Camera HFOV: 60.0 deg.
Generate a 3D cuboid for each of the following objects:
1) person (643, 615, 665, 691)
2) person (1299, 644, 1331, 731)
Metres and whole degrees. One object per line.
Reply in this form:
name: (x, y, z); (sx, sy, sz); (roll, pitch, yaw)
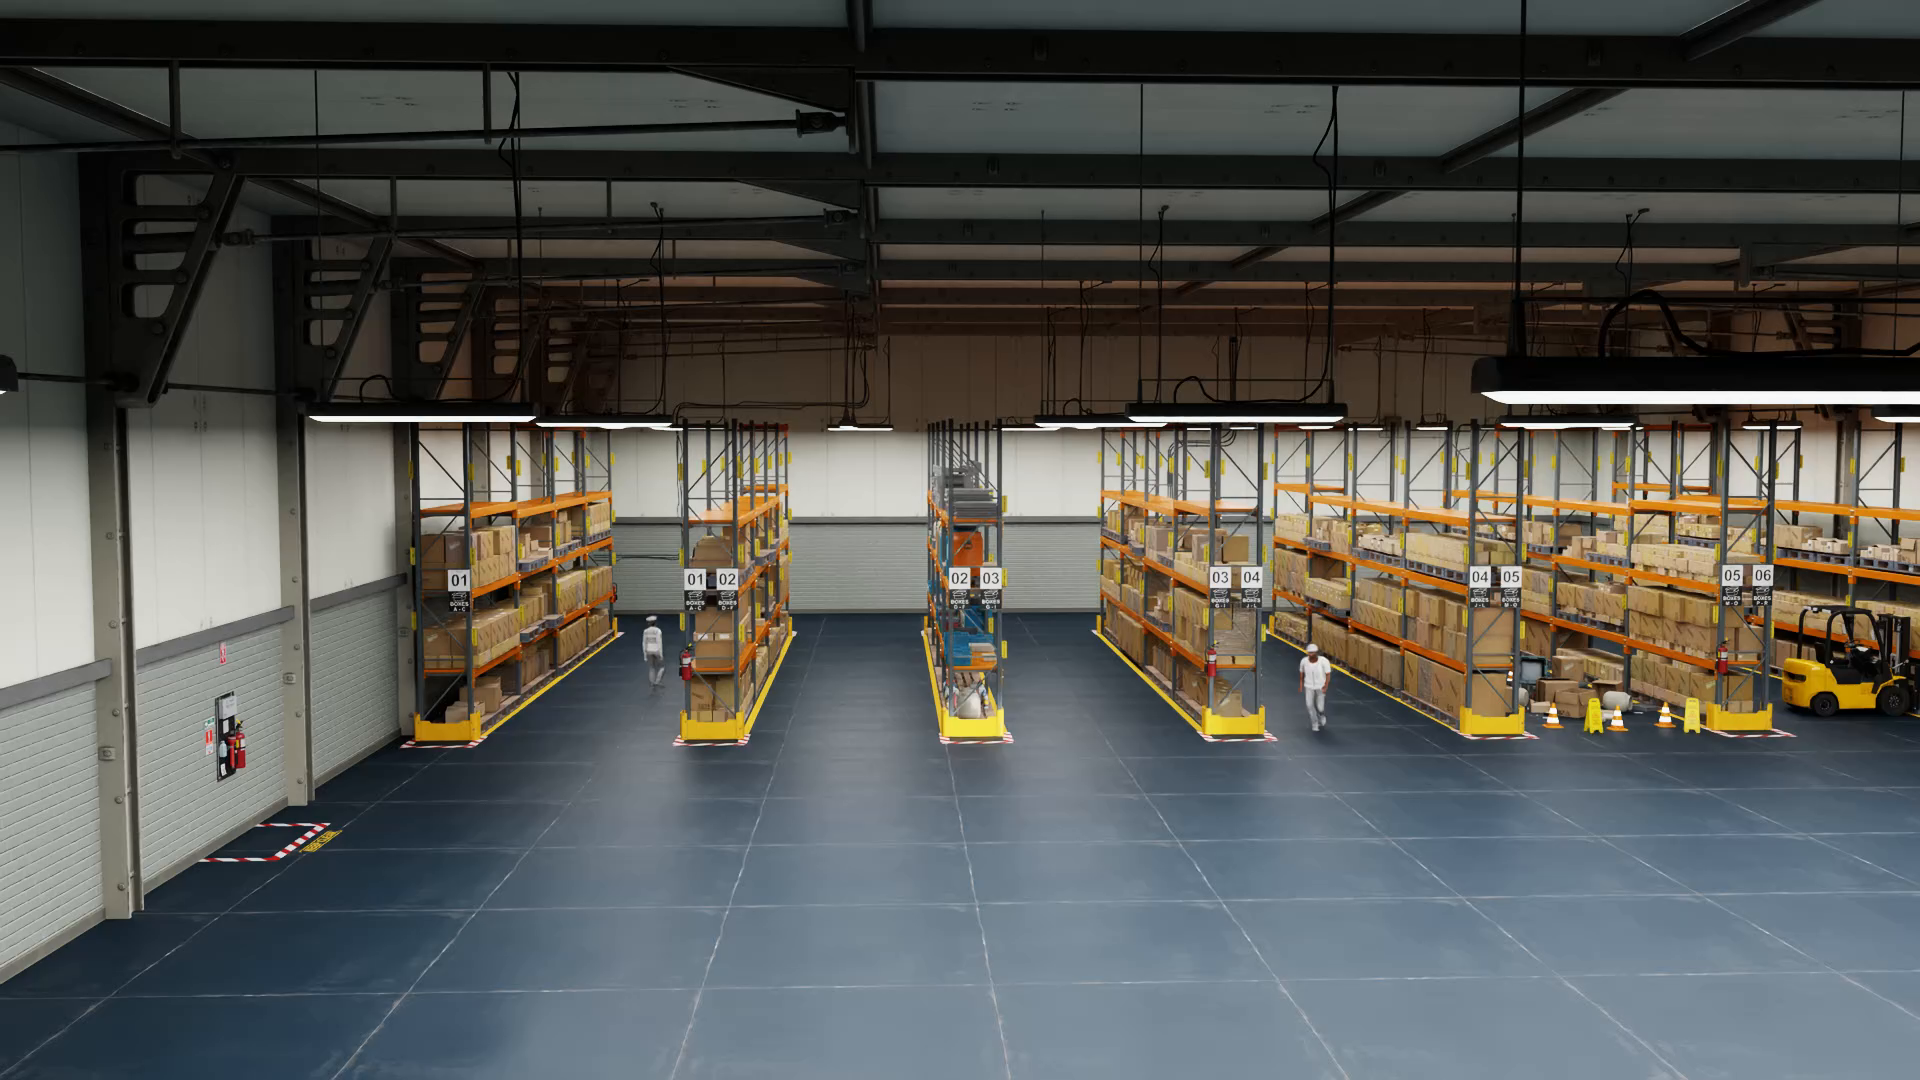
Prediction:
person: (-6.793, 2.519, 36.883); (0.528, 1.672, 0.479); (0, 4, 6)
person: (6.873, 2.830, 32.209); (0.622, 1.673, 0.759); (1, 4, 21)
